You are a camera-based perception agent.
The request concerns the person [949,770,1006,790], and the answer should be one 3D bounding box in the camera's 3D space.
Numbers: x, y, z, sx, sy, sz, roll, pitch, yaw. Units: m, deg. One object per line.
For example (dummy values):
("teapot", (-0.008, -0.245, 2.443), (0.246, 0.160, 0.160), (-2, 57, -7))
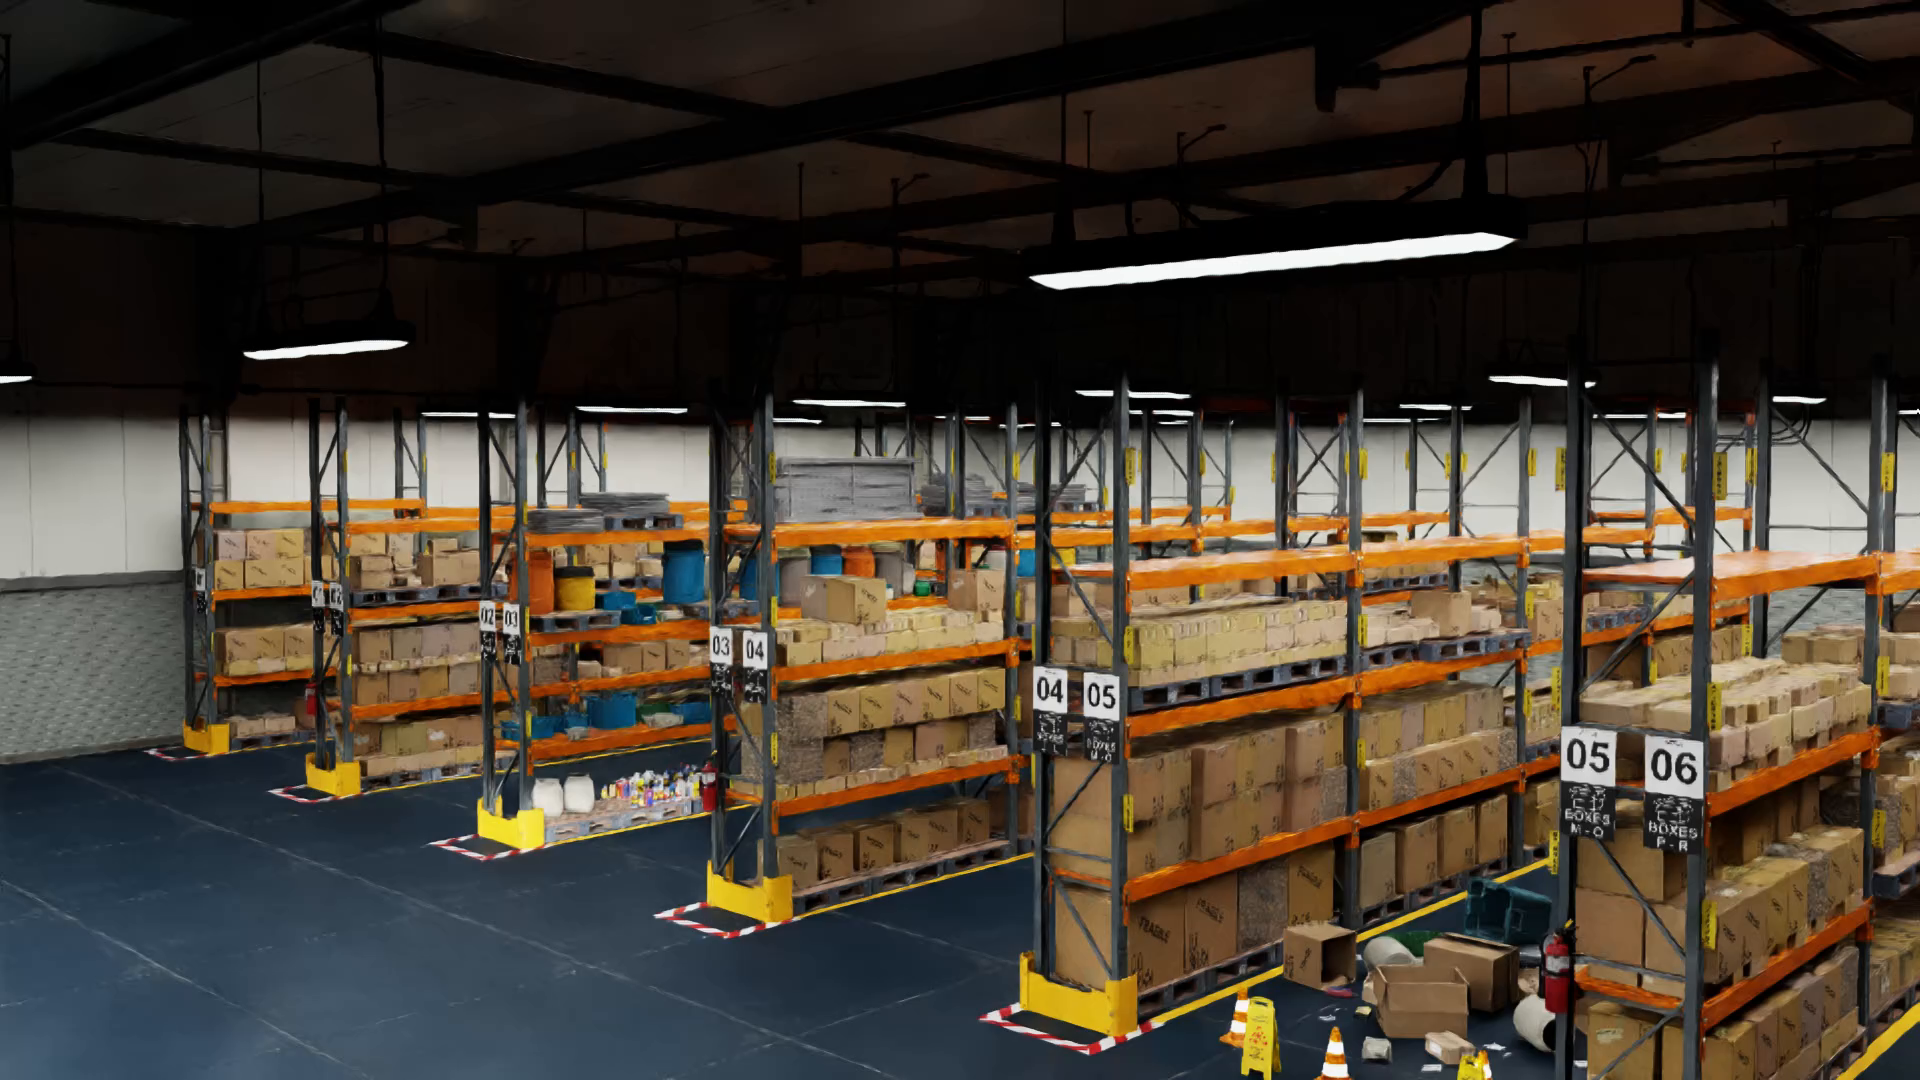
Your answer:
("person", (0.357, 2.955, 25.485), (0.563, 1.707, 1.127), (3, 4, 41))
